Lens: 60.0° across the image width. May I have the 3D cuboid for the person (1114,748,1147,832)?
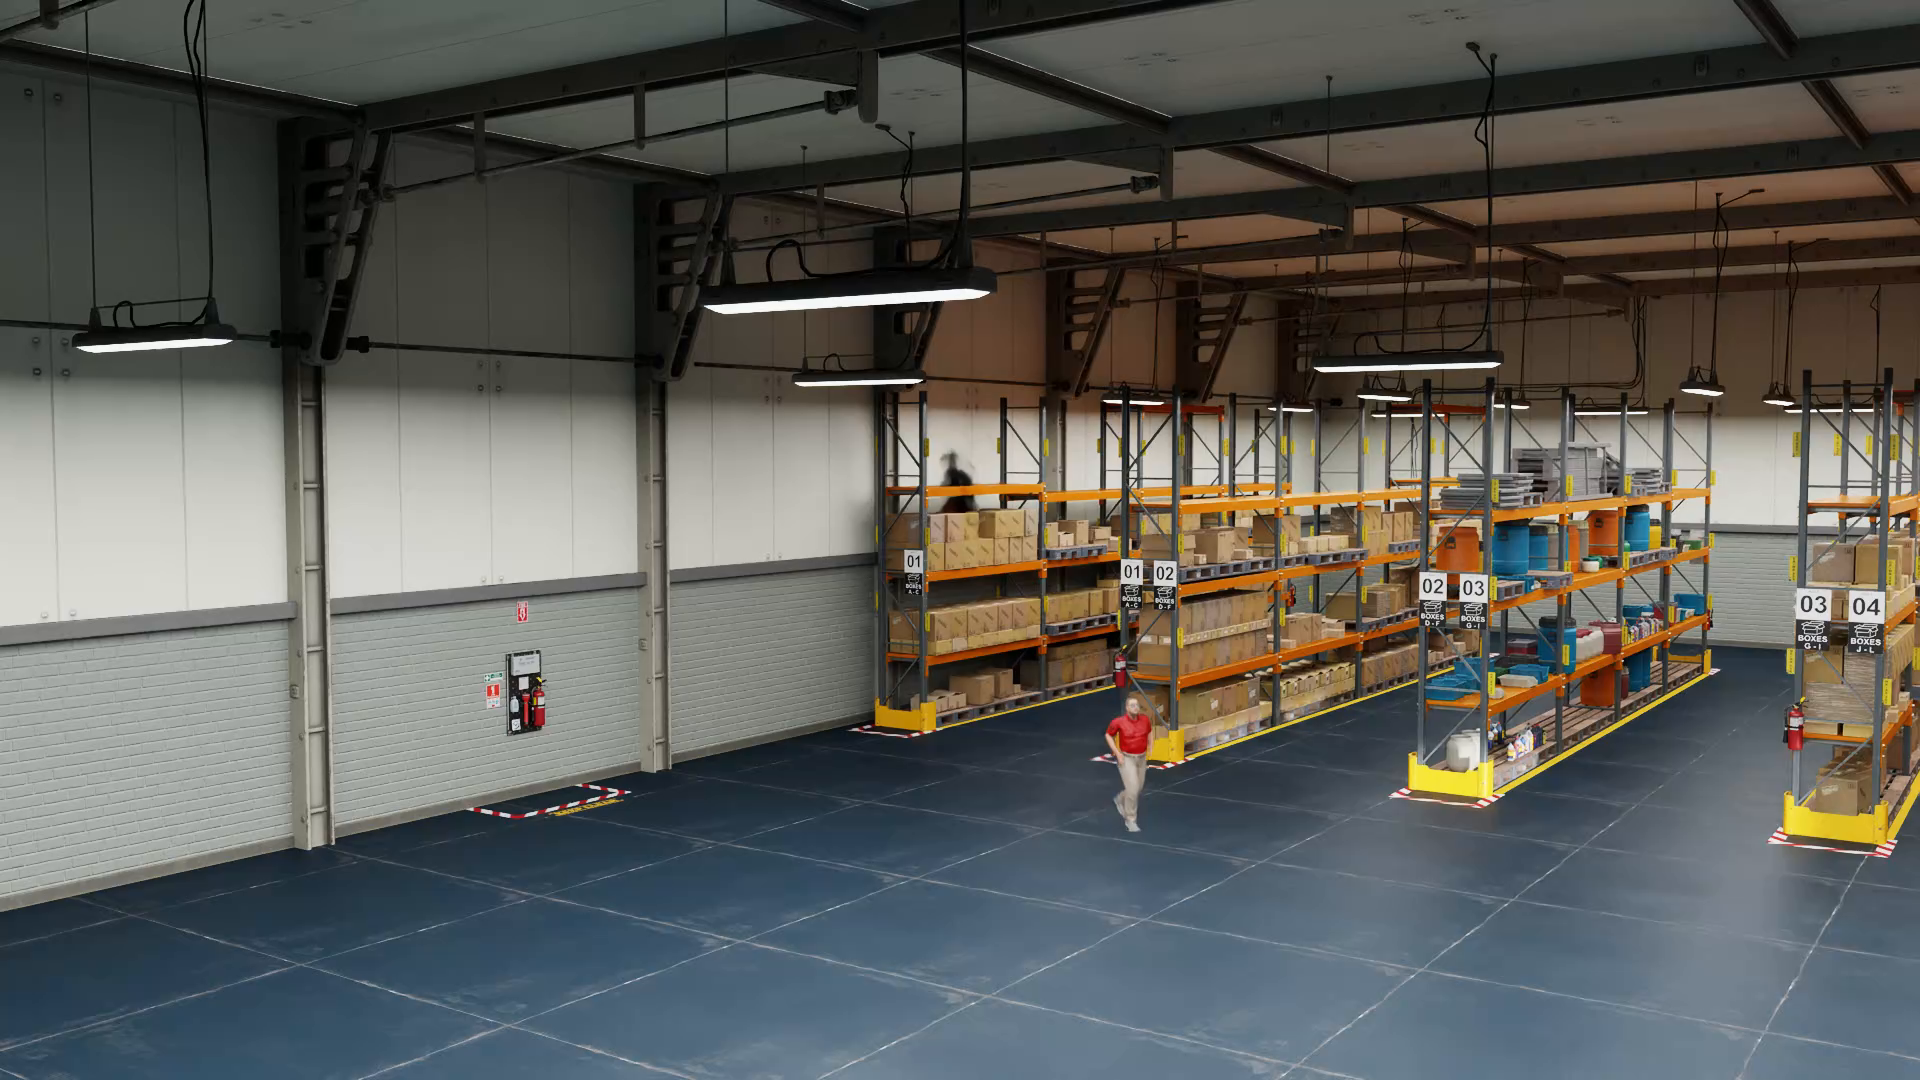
[{"bbox_3d":[2.232,3.271,22.001,0.410,1.120,0.774,-1,3,-25],"label":"person"}]
